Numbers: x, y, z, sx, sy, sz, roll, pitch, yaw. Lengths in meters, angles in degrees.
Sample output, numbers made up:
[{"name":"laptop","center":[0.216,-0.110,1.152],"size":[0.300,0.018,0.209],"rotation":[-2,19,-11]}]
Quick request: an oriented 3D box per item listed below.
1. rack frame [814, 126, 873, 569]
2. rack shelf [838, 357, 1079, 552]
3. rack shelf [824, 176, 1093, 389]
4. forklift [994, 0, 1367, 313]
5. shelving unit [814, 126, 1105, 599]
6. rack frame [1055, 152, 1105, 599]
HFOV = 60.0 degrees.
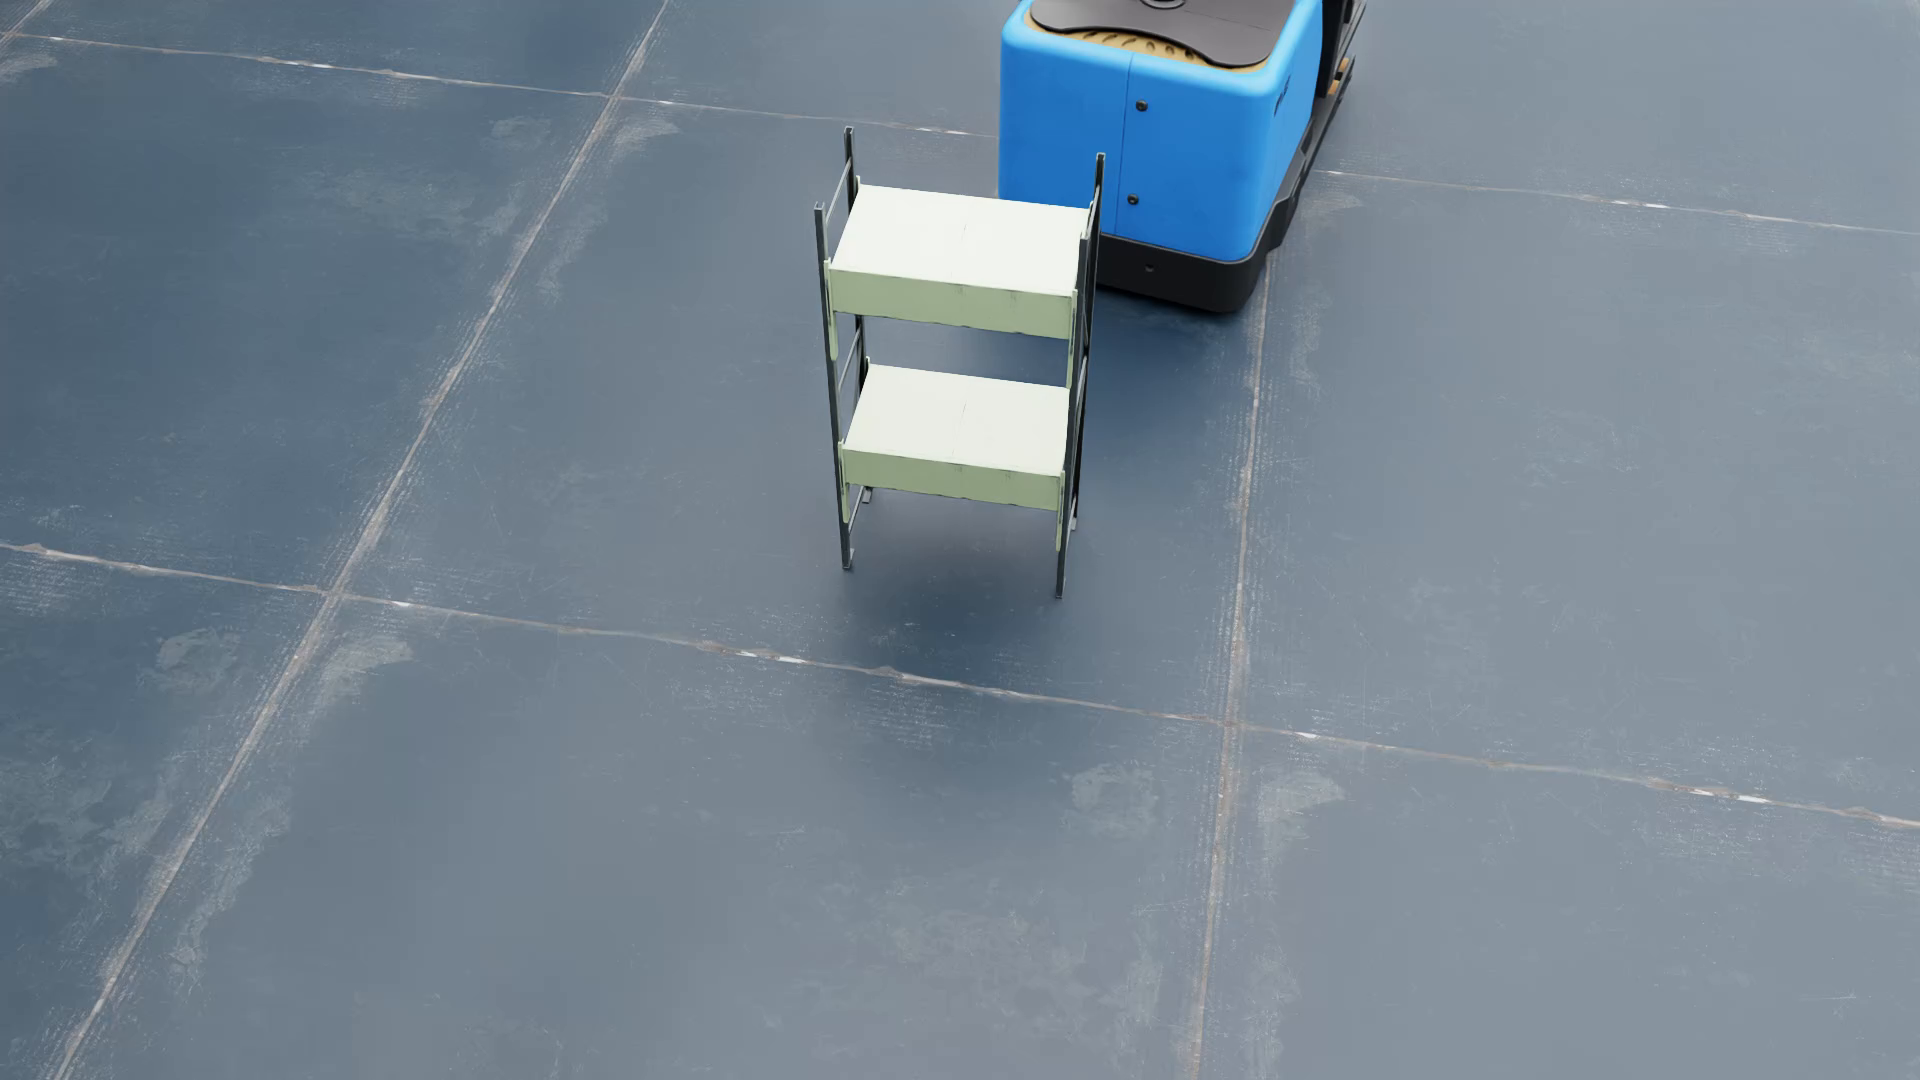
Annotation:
[{"name":"rack frame","center":[-0.354,-0.549,5.235],"size":[0.023,1.500,0.400],"rotation":[8,49,7]},{"name":"rack shelf","center":[0.007,-0.283,5.434],"size":[0.720,0.370,0.431],"rotation":[8,49,7]},{"name":"rack shelf","center":[0.007,-0.761,4.901],"size":[0.720,0.370,0.431],"rotation":[8,49,7]},{"name":"forklift","center":[1.145,-2.979,6.457],"size":[1.130,2.935,3.031],"rotation":[16,50,14]},{"name":"shelving unit","center":[0.007,-0.500,5.191],"size":[0.755,1.500,0.431],"rotation":[8,49,7]},{"name":"rack frame","center":[0.367,-0.452,5.148],"size":[0.023,1.500,0.400],"rotation":[8,49,7]}]
